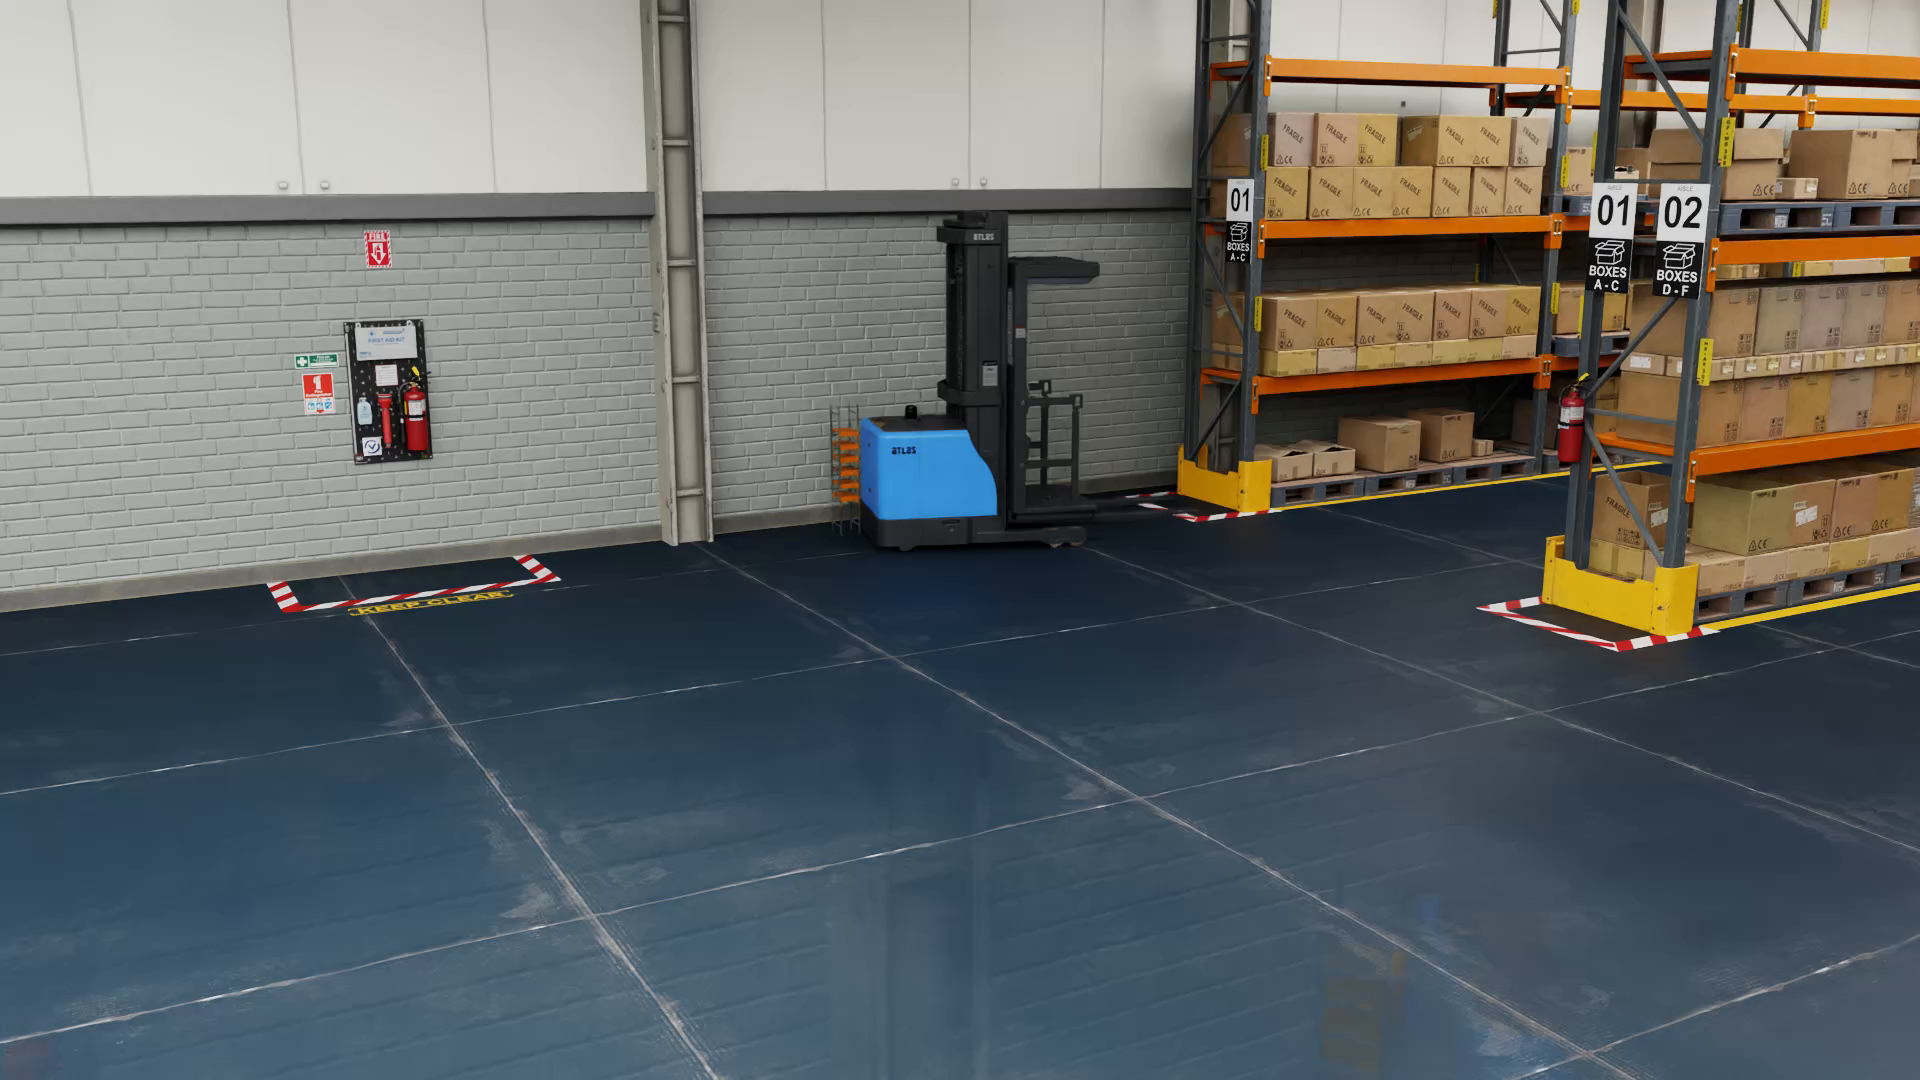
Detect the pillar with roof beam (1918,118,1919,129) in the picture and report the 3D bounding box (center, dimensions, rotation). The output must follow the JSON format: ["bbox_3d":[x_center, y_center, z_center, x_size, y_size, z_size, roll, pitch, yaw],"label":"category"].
[{"bbox_3d":[15.390,-5.451,18.833,0.400,9.000,9.100,-7,14,-28],"label":"pillar with roof beam"}]

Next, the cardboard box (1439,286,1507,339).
[{"bbox_3d":[5.403,-2.411,17.578,0.500,0.500,0.500,-7,14,-28],"label":"cardboard box"}]

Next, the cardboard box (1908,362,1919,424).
[{"bbox_3d":[7.636,-1.261,13.654,0.500,0.500,0.700,-7,14,-28],"label":"cardboard box"}]

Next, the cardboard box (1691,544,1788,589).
[{"bbox_3d":[5.985,0.173,12.813,0.500,0.250,0.500,-7,14,-28],"label":"cardboard box"}]

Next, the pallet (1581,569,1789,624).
[{"bbox_3d":[5.622,0.375,12.960,1.213,0.211,1.003,-7,14,-28],"label":"pallet"}]

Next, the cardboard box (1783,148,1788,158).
[{"bbox_3d":[10.006,-4.480,20.123,0.500,0.500,0.700,-8,15,-32],"label":"cardboard box"}]

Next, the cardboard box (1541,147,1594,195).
[{"bbox_3d":[6.623,-4.031,18.171,0.500,0.500,0.500,-5,13,-20],"label":"cardboard box"}]

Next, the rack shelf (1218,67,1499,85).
[{"bbox_3d":[4.350,-4.705,16.840,3.687,0.071,0.831,-7,14,-28],"label":"rack shelf"}]

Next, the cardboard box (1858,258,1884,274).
[{"bbox_3d":[11.047,-3.370,20.592,0.500,0.250,0.500,-7,14,-27],"label":"cardboard box"}]

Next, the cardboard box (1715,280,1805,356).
[{"bbox_3d":[5.892,-1.687,12.590,0.500,0.500,0.700,-7,15,-29],"label":"cardboard box"}]

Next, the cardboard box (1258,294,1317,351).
[{"bbox_3d":[3.157,-2.145,16.398,0.500,0.500,0.500,-7,14,-28],"label":"cardboard box"}]

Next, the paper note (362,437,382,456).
[{"bbox_3d":[-4.848,-0.772,13.714,0.142,0.148,0.016,-7,14,-28],"label":"paper note"}]

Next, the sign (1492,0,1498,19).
[{"bbox_3d":[5.834,-5.838,18.064,0.005,0.325,0.100,-7,14,-28],"label":"sign"}]

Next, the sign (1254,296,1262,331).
[{"bbox_3d":[2.854,-2.168,15.941,0.005,0.325,0.100,-7,14,-28],"label":"sign"}]

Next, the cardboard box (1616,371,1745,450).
[{"bbox_3d":[5.387,-0.992,12.457,0.500,0.500,0.700,-7,14,-28],"label":"cardboard box"}]

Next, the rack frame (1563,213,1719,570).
[{"bbox_3d":[4.971,-0.896,12.260,0.127,3.000,1.000,-7,14,-28],"label":"rack frame"}]

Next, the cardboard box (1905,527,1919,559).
[{"bbox_3d":[7.736,-0.039,13.757,0.500,0.250,0.500,-7,14,-28],"label":"cardboard box"}]

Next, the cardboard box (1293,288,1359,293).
[{"bbox_3d":[3.804,-2.350,17.307,0.500,0.500,0.500,-7,15,-29],"label":"cardboard box"}]

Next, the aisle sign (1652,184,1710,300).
[{"bbox_3d":[5.060,-2.099,11.682,0.004,0.787,0.394,-7,14,-28],"label":"aisle sign"}]

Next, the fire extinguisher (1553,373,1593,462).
[{"bbox_3d":[4.645,-0.936,12.611,0.183,0.674,0.296,-7,14,-28],"label":"fire extinguisher"}]

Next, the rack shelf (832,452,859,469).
[{"bbox_3d":[-1.056,-0.731,15.281,0.180,0.103,0.258,-6,14,-23],"label":"rack shelf"}]

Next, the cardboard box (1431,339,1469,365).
[{"bbox_3d":[4.959,-1.993,17.430,0.500,0.250,0.500,-7,14,-28],"label":"cardboard box"}]

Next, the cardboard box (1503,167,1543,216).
[{"bbox_3d":[5.778,-3.692,17.579,0.500,0.500,0.500,-6,14,-26],"label":"cardboard box"}]

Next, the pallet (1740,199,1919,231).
[{"bbox_3d":[6.676,-2.515,12.823,1.213,0.211,1.003,-7,14,-28],"label":"pallet"}]

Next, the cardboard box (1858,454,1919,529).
[{"bbox_3d":[7.735,-0.405,13.676,0.500,0.500,0.500,-7,14,-28],"label":"cardboard box"}]

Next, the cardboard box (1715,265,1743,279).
[{"bbox_3d":[9.052,-3.193,19.760,0.250,0.149,0.380,-10,16,-37],"label":"cardboard box"}]

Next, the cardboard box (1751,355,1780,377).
[{"bbox_3d":[5.869,-1.316,12.418,0.250,0.149,0.380,-7,14,-28],"label":"cardboard box"}]

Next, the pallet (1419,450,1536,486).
[{"bbox_3d":[5.533,-0.834,18.332,1.213,0.211,1.003,-7,14,-28],"label":"pallet"}]

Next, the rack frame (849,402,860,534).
[{"bbox_3d":[-0.972,-0.666,15.334,0.006,1.200,0.240,-6,14,-23],"label":"rack frame"}]

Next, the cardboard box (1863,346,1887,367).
[{"bbox_3d":[6.999,-1.451,13.019,0.250,0.149,0.380,-6,14,-26],"label":"cardboard box"}]

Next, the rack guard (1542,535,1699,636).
[{"bbox_3d":[4.950,0.326,12.524,0.348,0.500,1.175,-7,14,-28],"label":"rack guard"}]

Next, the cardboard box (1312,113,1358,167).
[{"bbox_3d":[3.513,-3.897,16.212,0.500,0.500,0.500,-7,14,-29],"label":"cardboard box"}]

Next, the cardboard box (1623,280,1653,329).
[{"bbox_3d":[7.625,-2.715,19.109,0.500,0.500,0.700,-5,14,-20],"label":"cardboard box"}]

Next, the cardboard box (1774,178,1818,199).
[{"bbox_3d":[6.088,-2.600,12.296,0.250,0.149,0.380,-7,14,-28],"label":"cardboard box"}]

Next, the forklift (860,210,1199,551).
[{"bbox_3d":[0.650,-1.480,15.009,3.031,2.935,1.130,-3,13,-13],"label":"forklift"}]

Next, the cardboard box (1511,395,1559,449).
[{"bbox_3d":[6.743,-1.347,18.955,0.500,0.500,0.700,-6,14,-26],"label":"cardboard box"}]

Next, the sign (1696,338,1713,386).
[{"bbox_3d":[5.232,-1.250,11.679,0.005,0.325,0.100,-7,14,-28],"label":"sign"}]

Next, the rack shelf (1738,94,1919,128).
[{"bbox_3d":[11.372,-5.283,20.639,4.000,0.370,1.077,-7,14,-28],"label":"rack shelf"}]

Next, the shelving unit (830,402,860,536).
[{"bbox_3d":[-1.056,-0.658,15.298,0.189,1.200,0.258,-6,14,-23],"label":"shelving unit"}]

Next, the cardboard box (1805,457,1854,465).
[{"bbox_3d":[7.047,-0.453,13.887,0.500,0.500,0.500,-7,14,-28],"label":"cardboard box"}]

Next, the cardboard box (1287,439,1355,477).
[{"bbox_3d":[3.745,-0.869,17.260,0.500,0.311,0.500,-6,14,-23],"label":"cardboard box"}]

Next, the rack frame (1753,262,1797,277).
[{"bbox_3d":[9.616,-2.692,20.240,0.127,3.000,1.000,-7,14,-28],"label":"rack frame"}]

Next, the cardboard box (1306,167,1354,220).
[{"bbox_3d":[3.496,-3.409,16.321,0.500,0.500,0.500,-6,14,-24],"label":"cardboard box"}]

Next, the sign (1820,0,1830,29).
[{"bbox_3d":[9.885,-6.010,19.010,0.005,0.325,0.100,-7,14,-28],"label":"sign"}]

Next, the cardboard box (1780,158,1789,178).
[{"bbox_3d":[6.344,-2.820,12.903,0.500,0.311,0.500,-5,14,-21],"label":"cardboard box"}]

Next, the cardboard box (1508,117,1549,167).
[{"bbox_3d":[5.795,-4.176,17.452,0.500,0.500,0.500,-8,15,-33],"label":"cardboard box"}]

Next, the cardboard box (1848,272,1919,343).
[{"bbox_3d":[7.653,-1.898,13.527,0.500,0.500,0.700,-7,14,-28],"label":"cardboard box"}]

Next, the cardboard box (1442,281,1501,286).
[{"bbox_3d":[5.593,-2.565,18.262,0.500,0.500,0.500,-7,15,-29],"label":"cardboard box"}]
